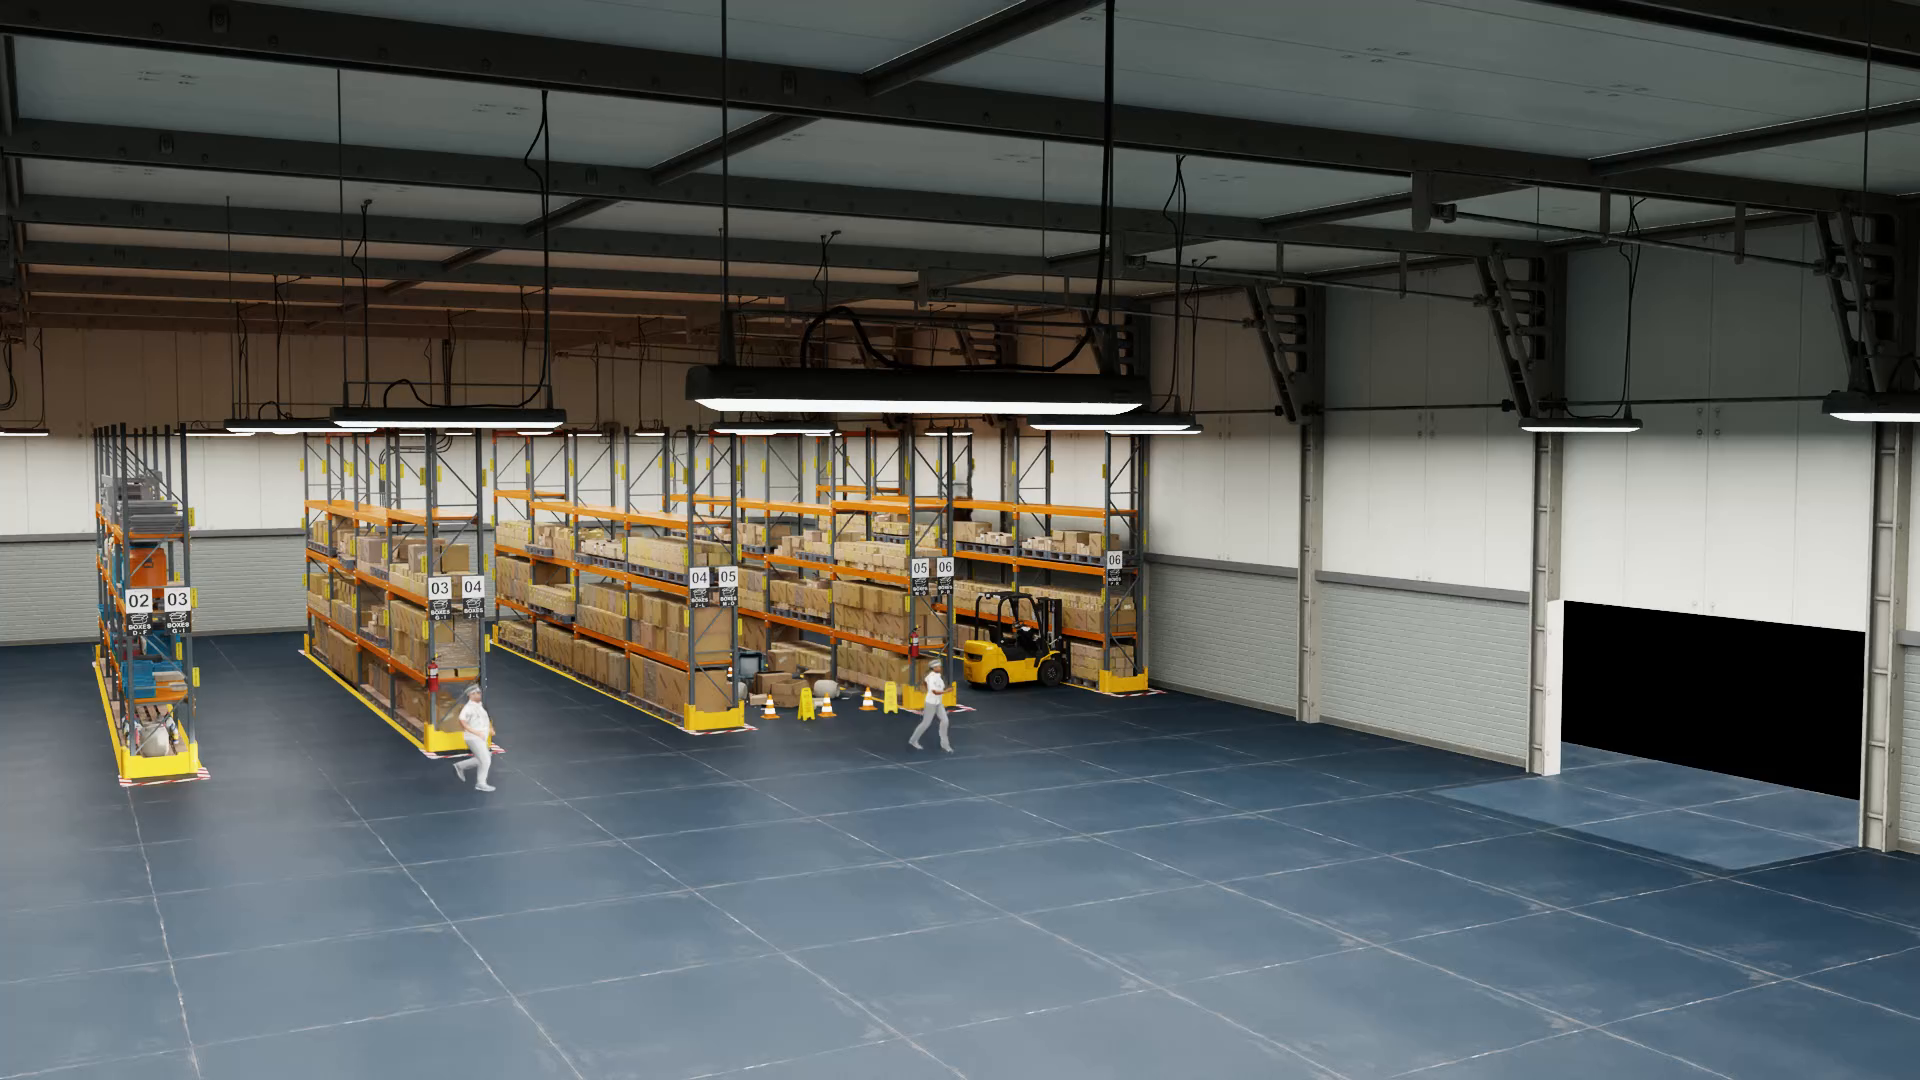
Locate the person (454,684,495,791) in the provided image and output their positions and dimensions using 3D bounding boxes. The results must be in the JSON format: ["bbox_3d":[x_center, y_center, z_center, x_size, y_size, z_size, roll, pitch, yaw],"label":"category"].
[{"bbox_3d":[-7.945,3.223,27.120,0.696,1.751,0.664,0,3,0],"label":"person"}]

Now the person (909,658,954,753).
[{"bbox_3d":[-0.510,3.025,30.419,0.863,1.737,0.547,1,4,15],"label":"person"}]
